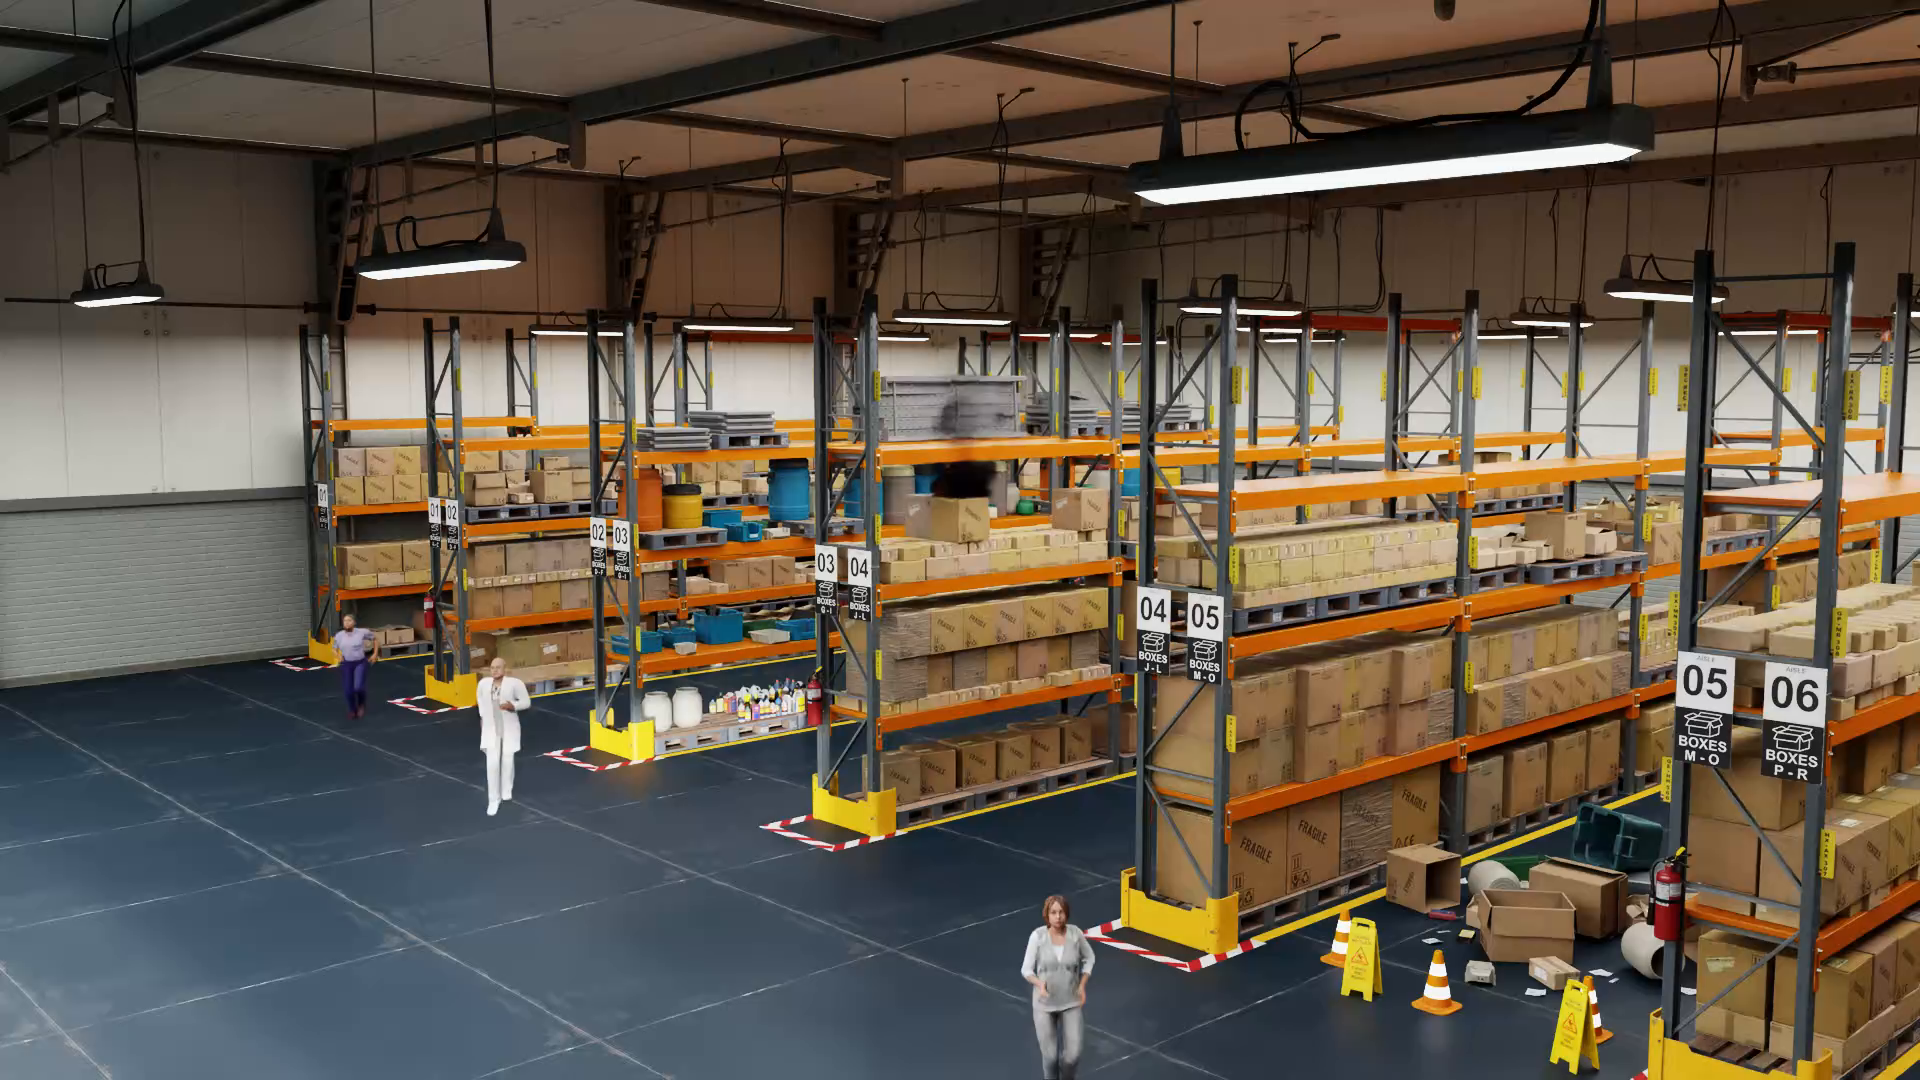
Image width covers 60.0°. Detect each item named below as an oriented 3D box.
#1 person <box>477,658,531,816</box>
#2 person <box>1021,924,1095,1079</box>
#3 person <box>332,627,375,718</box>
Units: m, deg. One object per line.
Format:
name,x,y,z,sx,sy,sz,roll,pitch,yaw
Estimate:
person,-5.415,2.303,19.734,0.668,1.854,0.864,-1,6,-7
person,0.684,3.333,11.503,0.524,1.336,0.458,0,6,-1
person,-8.962,1.970,24.606,0.585,1.406,0.664,-1,6,-6
